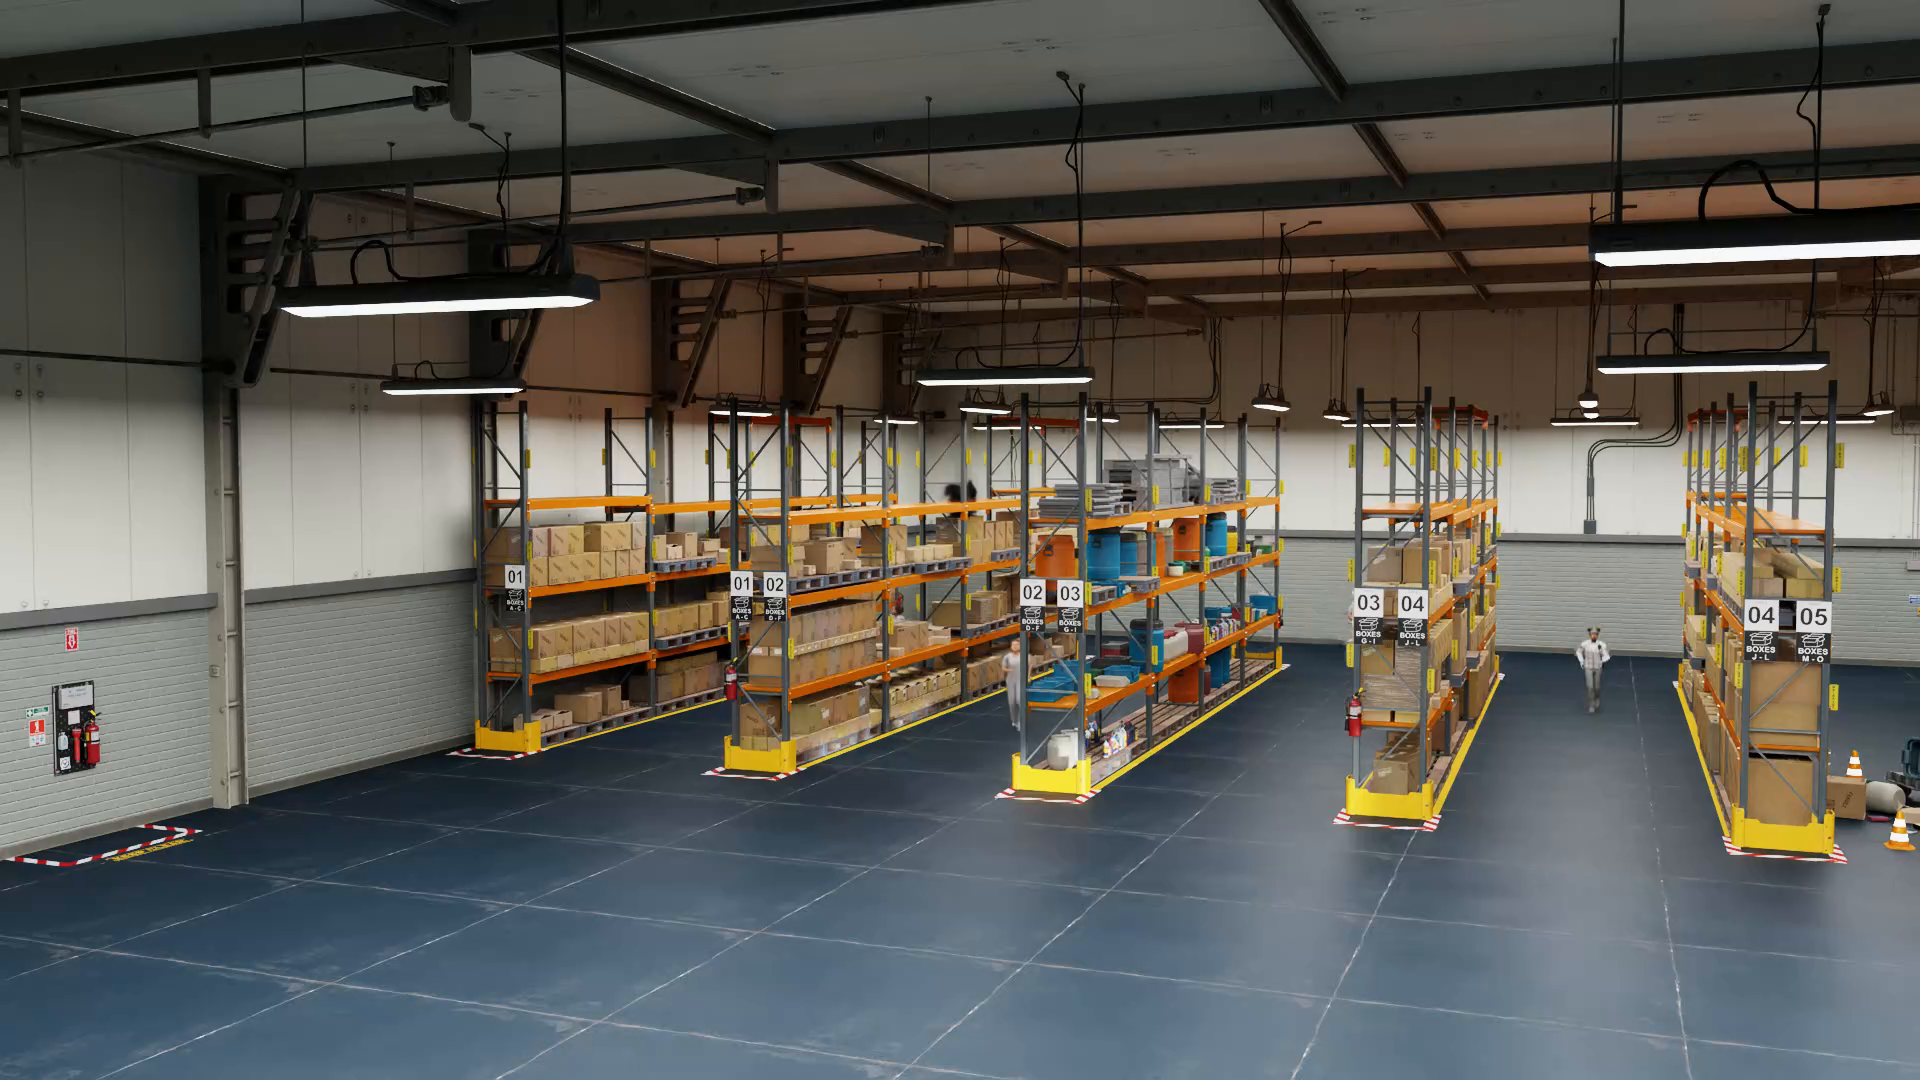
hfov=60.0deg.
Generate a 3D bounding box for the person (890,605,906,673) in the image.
[{"bbox_3d":[-1.385,2.186,35.827,0.546,1.591,0.739,1,3,18],"label":"person"}]

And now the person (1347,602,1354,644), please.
[{"bbox_3d":[9.877,2.132,41.357,0.670,1.735,0.688,3,4,44],"label":"person"}]

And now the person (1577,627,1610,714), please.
[{"bbox_3d":[12.547,2.558,32.963,0.620,1.700,0.774,1,3,20],"label":"person"}]

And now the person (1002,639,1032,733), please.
[{"bbox_3d":[1.034,2.664,30.571,0.529,1.699,0.720,0,3,9],"label":"person"}]
